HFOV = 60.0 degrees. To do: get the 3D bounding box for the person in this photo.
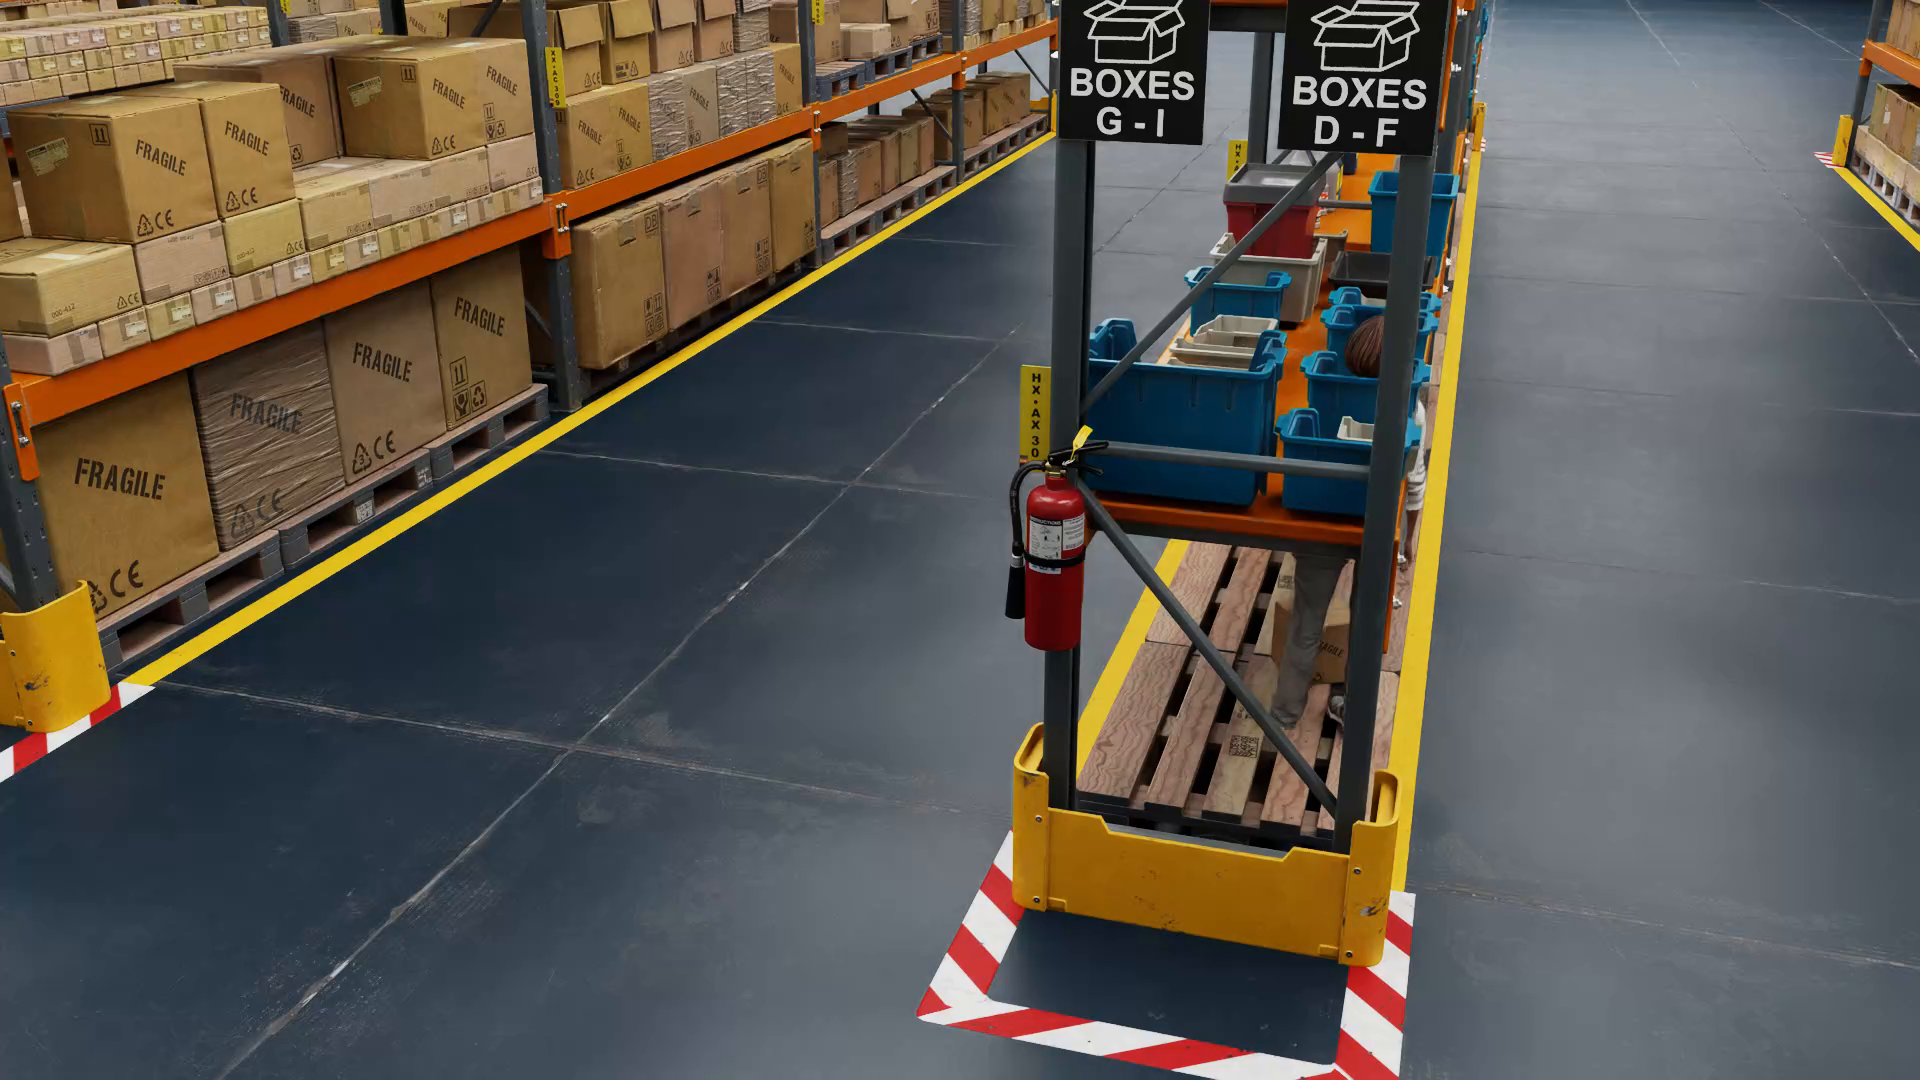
[{"bbox_3d":[1.358,-0.013,5.784,0.467,1.608,0.362,6,23,15],"label":"person"}]
